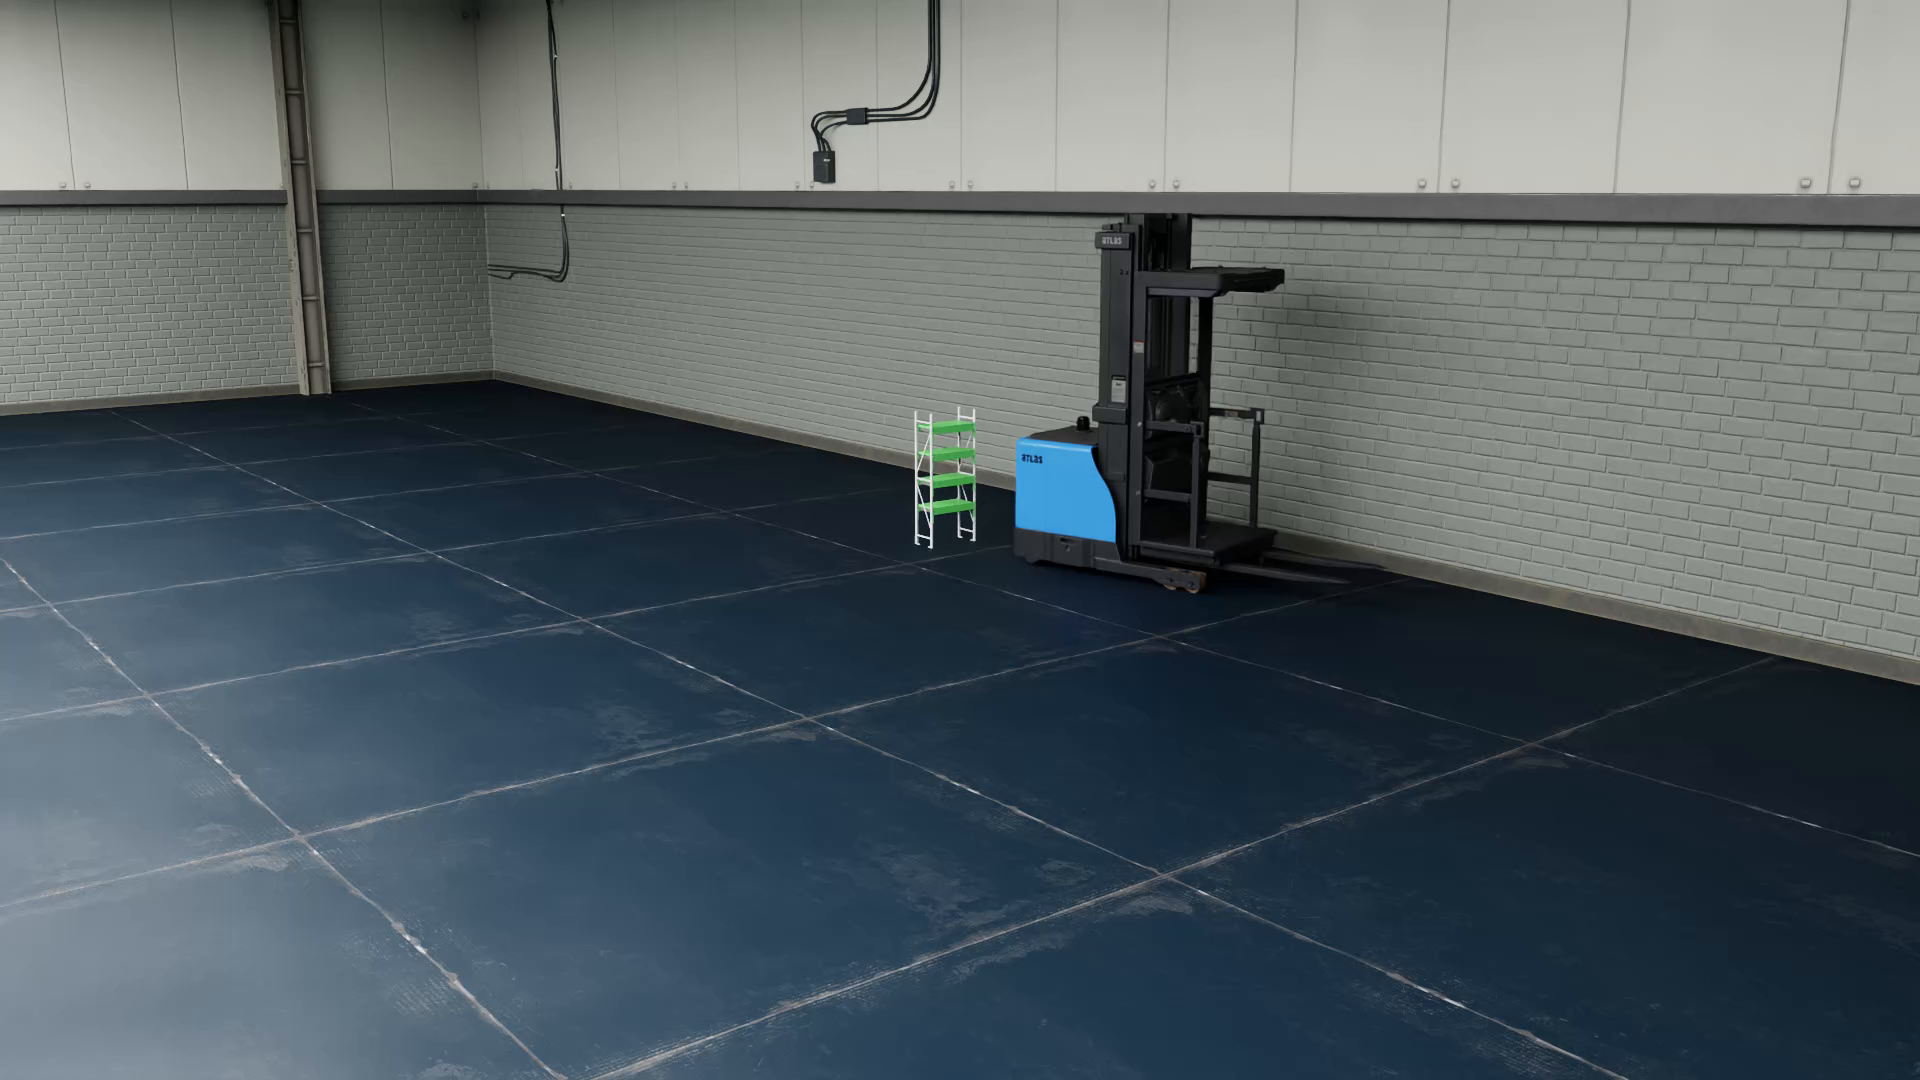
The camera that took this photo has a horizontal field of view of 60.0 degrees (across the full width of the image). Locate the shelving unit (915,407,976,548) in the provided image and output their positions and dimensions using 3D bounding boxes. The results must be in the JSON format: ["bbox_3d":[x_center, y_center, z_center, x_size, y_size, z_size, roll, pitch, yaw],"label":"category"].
[{"bbox_3d":[-0.129,-0.565,14.903,0.503,1.200,0.258,-9,15,-38],"label":"shelving unit"}]

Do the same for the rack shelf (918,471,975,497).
[{"bbox_3d":[-0.129,-0.503,14.916,0.480,0.148,0.258,-9,15,-38],"label":"rack shelf"}]

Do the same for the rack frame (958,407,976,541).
[{"bbox_3d":[0.061,-0.597,15.052,0.015,1.200,0.240,-9,15,-38],"label":"rack frame"}]

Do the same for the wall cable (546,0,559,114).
[{"bbox_3d":[-5.208,-7.364,23.461,0.112,2.526,3.097,-9,15,-38],"label":"wall cable"}]

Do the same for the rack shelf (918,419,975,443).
[{"bbox_3d":[-0.129,-0.972,14.817,0.480,0.148,0.258,-9,15,-38],"label":"rack shelf"}]

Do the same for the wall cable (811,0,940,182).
[{"bbox_3d":[-0.979,-6.973,18.116,0.169,6.003,2.305,-9,15,-38],"label":"wall cable"}]

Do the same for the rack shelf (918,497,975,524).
[{"bbox_3d":[-0.129,-0.268,14.966,0.480,0.148,0.258,-9,15,-38],"label":"rack shelf"}]

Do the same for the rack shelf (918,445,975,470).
[{"bbox_3d":[-0.129,-0.738,14.866,0.480,0.148,0.258,-9,15,-38],"label":"rack shelf"}]

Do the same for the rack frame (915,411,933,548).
[{"bbox_3d":[-0.320,-0.534,14.754,0.015,1.200,0.240,-9,15,-38],"label":"rack frame"}]

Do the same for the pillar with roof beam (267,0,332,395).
[{"bbox_3d":[-7.335,-5.985,21.651,0.400,9.000,9.100,-9,15,-38],"label":"pillar with roof beam"}]

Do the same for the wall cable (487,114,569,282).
[{"bbox_3d":[-6.898,-5.332,26.052,0.112,2.526,3.097,-9,15,-38],"label":"wall cable"}]

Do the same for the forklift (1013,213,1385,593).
[{"bbox_3d":[1.936,-1.137,13.427,3.031,2.935,1.130,9,15,36],"label":"forklift"}]
